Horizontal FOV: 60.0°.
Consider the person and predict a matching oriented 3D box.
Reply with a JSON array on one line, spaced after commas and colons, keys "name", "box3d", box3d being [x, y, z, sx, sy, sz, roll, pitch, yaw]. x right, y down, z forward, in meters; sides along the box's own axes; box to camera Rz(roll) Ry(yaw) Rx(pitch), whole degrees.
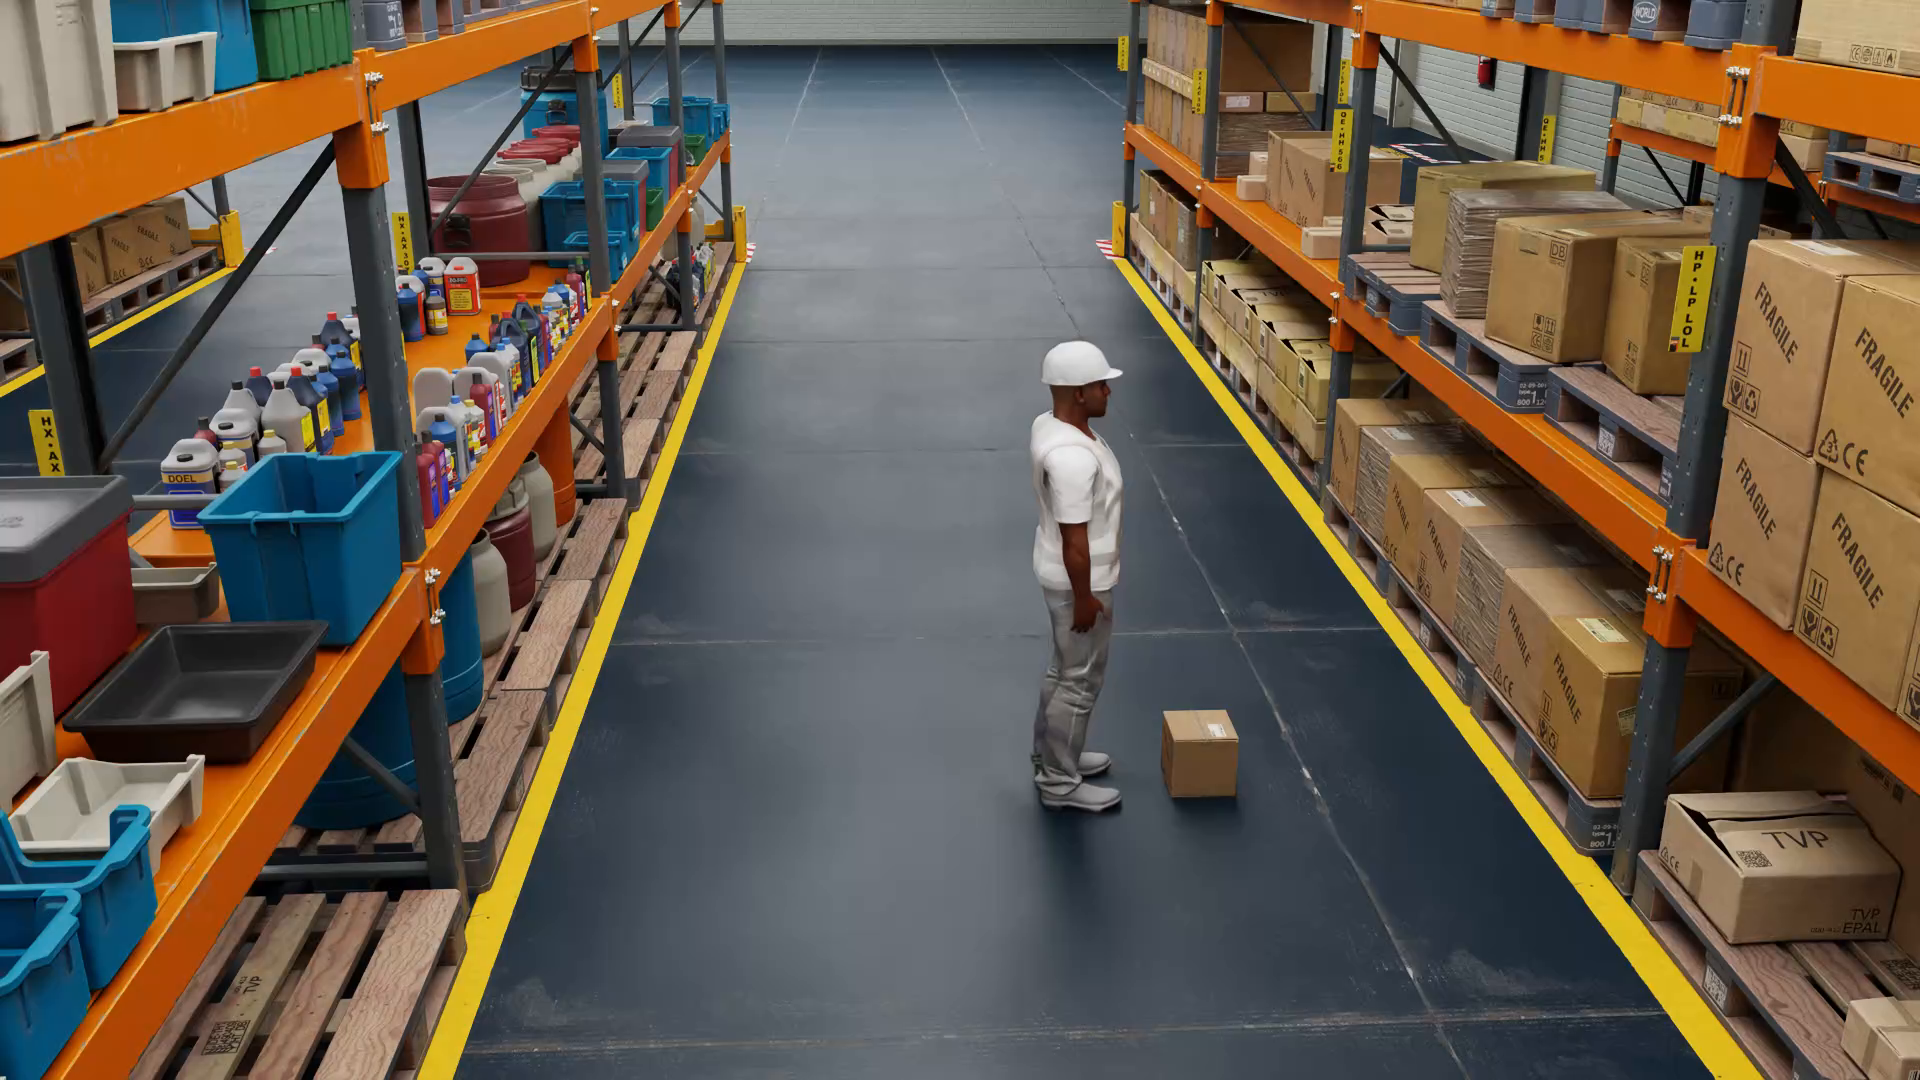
[{"name": "person", "box3d": [0.433, 0.128, 6.199, 0.353, 1.761, 0.563, -1, 20, -2]}]
